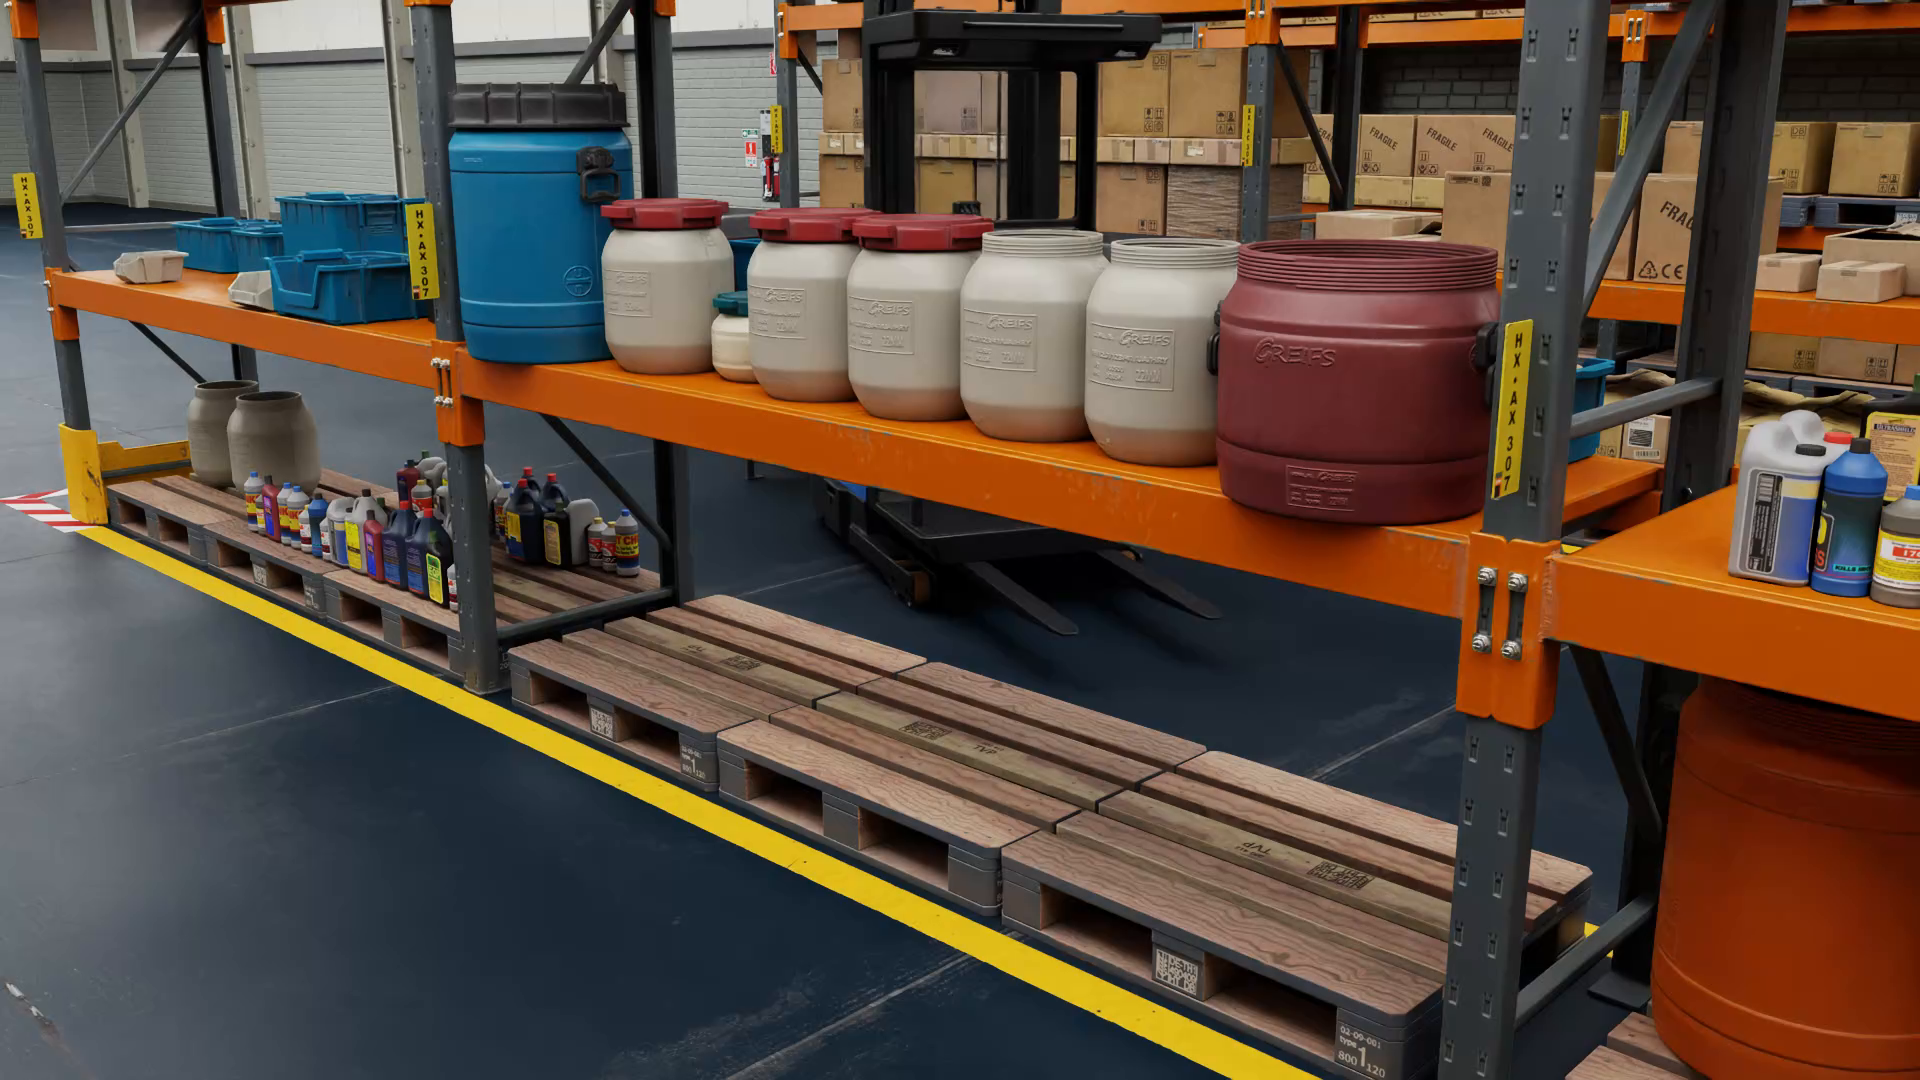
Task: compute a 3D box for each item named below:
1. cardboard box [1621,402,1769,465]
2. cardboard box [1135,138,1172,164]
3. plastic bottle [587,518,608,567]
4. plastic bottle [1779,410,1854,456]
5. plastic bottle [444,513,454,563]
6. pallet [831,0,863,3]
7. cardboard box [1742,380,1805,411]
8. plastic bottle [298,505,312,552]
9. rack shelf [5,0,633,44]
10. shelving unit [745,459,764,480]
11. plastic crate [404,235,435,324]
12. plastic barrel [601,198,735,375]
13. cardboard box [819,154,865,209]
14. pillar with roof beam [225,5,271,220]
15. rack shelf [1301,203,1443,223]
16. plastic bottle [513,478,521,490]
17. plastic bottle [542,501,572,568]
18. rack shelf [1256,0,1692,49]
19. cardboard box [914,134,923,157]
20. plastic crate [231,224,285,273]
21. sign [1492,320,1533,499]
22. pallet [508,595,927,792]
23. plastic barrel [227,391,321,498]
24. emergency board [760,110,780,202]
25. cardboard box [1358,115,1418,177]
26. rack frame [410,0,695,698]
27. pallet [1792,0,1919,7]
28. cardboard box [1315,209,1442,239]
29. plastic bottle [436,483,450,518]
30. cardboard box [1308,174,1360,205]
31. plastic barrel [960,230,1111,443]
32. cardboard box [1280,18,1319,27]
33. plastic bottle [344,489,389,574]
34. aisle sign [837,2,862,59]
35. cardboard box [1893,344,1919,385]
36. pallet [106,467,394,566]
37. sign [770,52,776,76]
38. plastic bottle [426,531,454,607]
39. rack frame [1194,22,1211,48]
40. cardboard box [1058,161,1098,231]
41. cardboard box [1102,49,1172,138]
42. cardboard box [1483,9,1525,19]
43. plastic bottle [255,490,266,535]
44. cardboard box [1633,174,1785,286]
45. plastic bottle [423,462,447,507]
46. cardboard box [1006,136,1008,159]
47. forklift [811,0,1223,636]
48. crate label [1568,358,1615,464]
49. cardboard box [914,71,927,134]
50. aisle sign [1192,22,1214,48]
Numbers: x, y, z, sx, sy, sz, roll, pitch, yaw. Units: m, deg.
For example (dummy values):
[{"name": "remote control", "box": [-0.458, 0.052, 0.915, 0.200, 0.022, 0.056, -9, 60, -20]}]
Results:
[{"name": "cardboard box", "box": [3.556, -0.533, 8.036, 0.500, 0.311, 0.500, 13, 20, 42]}, {"name": "cardboard box", "box": [1.253, -2.323, 9.915, 0.250, 0.149, 0.380, 13, 19, 41]}, {"name": "plastic bottle", "box": [-1.548, 0.005, 7.139, 0.097, 0.201, 0.097, 0, 15, 0]}, {"name": "plastic bottle", "box": [1.596, -0.098, 3.105, 0.135, 0.276, 0.152, 14, 20, 42]}, {"name": "plastic bottle", "box": [-2.040, 0.018, 6.797, 0.185, 0.351, 0.144, 14, 20, 42]}, {"name": "pallet", "box": [-0.424, -3.844, 11.461, 1.213, 0.211, 1.003, 14, 20, 42]}, {"name": "cardboard box", "box": [3.921, -0.632, 8.418, 0.500, 0.311, 0.500, 13, 19, 41]}, {"name": "plastic bottle", "box": [-2.877, -0.055, 7.371, 0.097, 0.201, 0.097, 0, 15, 0]}, {"name": "rack shelf", "box": [-2.916, -2.418, 7.242, 4.000, 0.370, 1.077, 14, 20, 42]}, {"name": "shelving unit", "box": [-0.748, -1.022, 9.379, 0.538, 1.500, 1.048, -11, 18, -36]}, {"name": "plastic crate", "box": [-1.765, -1.050, 6.634, 0.504, 0.338, 0.767, 14, 20, 42]}, {"name": "plastic barrel", "box": [-0.940, -0.823, 5.373, 0.433, 0.535, 0.433, 0, 15, 0]}, {"name": "cardboard box", "box": [-0.588, -2.528, 11.986, 0.500, 0.500, 0.700, 14, 20, 42]}, {"name": "pillar with roof beam", "box": [-16.640, -9.820, 28.271, 0.400, 9.000, 9.100, 14, 20, 42]}, {"name": "rack shelf", "box": [3.961, -2.765, 14.521, 4.000, 0.370, 1.077, 14, 20, 42]}, {"name": "plastic bottle", "box": [-1.995, -0.149, 7.571, 0.061, 0.283, 0.133, -13, 20, -42]}, {"name": "plastic bottle", "box": [-1.727, -0.031, 7.116, 0.133, 0.283, 0.061, 14, 20, 42]}, {"name": "rack shelf", "box": [3.404, -2.617, 8.003, 4.000, 0.370, 1.077, 14, 20, 42]}, {"name": "cardboard box", "box": [-0.231, -2.684, 11.298, 0.250, 0.149, 0.380, 13, 20, 41]}, {"name": "plastic crate", "box": [-3.324, -1.445, 8.324, 0.408, 0.251, 0.499, 14, 20, 42]}, {"name": "sign", "box": [1.027, -0.243, 3.091, 0.005, 0.325, 0.100, 14, 20, 42]}, {"name": "pallet", "box": [-0.884, 0.515, 6.037, 1.213, 0.211, 1.003, 14, 20, 42]}, {"name": "plastic barrel", "box": [-3.468, -0.475, 8.408, 0.421, 0.512, 0.421, 0, 15, 0]}, {"name": "emergency board", "box": [-2.447, -4.987, 21.623, 0.643, 1.169, 0.194, 14, 20, 42]}, {"name": "cardboard box", "box": [3.752, -3.357, 14.137, 0.500, 0.500, 0.500, -14, 20, -42]}, {"name": "rack frame", "box": [-1.476, -0.965, 6.186, 0.127, 3.000, 1.000, 14, 20, 42]}, {"name": "pallet", "box": [6.520, -3.815, 11.549, 1.003, 0.211, 1.213, 14, 20, 42]}, {"name": "cardboard box", "box": [2.349, -1.712, 9.353, 0.500, 0.250, 0.500, -13, 19, -41]}, {"name": "plastic bottle", "box": [-2.296, -0.152, 7.597, 0.135, 0.276, 0.152, 14, 20, 42]}, {"name": "cardboard box", "box": [3.398, -3.079, 14.556, 0.500, 0.250, 0.500, 13, 20, 41]}, {"name": "plastic barrel", "box": [0.211, -0.534, 4.310, 0.421, 0.512, 0.421, 0, 15, 0]}, {"name": "cardboard box", "box": [2.950, -4.768, 14.596, 0.500, 0.500, 0.500, -13, 19, -41]}, {"name": "plastic bottle", "box": [-2.510, -0.046, 7.042, 0.185, 0.351, 0.144, 14, 20, 42]}, {"name": "aisle sign", "box": [-0.758, -3.886, 12.242, 0.004, 0.787, 0.394, 14, 20, 42]}, {"name": "cardboard box", "box": [7.058, -1.376, 11.849, 0.500, 0.500, 0.700, 14, 20, 42]}, {"name": "pallet", "box": [-3.687, -0.168, 8.657, 1.213, 0.211, 1.003, 14, 20, 42]}, {"name": "sign", "box": [-2.383, -6.128, 21.405, 0.199, 0.298, 0.001, 14, 20, 42]}, {"name": "plastic bottle", "box": [-2.051, 0.112, 6.566, 0.061, 0.283, 0.133, -13, 20, -41]}, {"name": "rack frame", "box": [2.521, -3.463, 15.774, 0.127, 3.000, 1.000, 14, 20, 42]}, {"name": "cardboard box", "box": [0.898, -2.168, 10.605, 0.500, 0.500, 0.700, 14, 20, 43]}, {"name": "cardboard box", "box": [1.276, -2.704, 10.090, 0.500, 0.500, 0.700, 14, 20, 42]}, {"name": "cardboard box", "box": [4.510, -4.407, 13.210, 0.500, 0.500, 0.500, 12, 19, 38]}, {"name": "plastic bottle", "box": [-3.192, -0.132, 7.666, 0.097, 0.201, 0.097, 0, 15, 0]}, {"name": "cardboard box", "box": [3.625, -1.502, 8.050, 0.500, 0.500, 0.500, 12, 19, 39]}, {"name": "plastic bottle", "box": [-2.467, -0.245, 7.951, 0.135, 0.276, 0.152, 13, 19, 41]}, {"name": "cardboard box", "box": [0.514, -2.503, 10.603, 0.380, 0.149, 0.250, -14, 20, -42]}, {"name": "forklift", "box": [0.188, -1.237, 7.367, 1.130, 2.935, 3.031, -5, 15, -19]}, {"name": "crate label", "box": [1.360, -0.326, 4.064, 0.416, 0.233, 0.303, 14, 20, 42]}, {"name": "cardboard box", "box": [-0.167, -3.055, 11.437, 0.500, 0.500, 0.700, 13, 19, 41]}, {"name": "aisle sign", "box": [2.261, -4.679, 15.286, 0.004, 0.787, 0.394, 14, 20, 42]}]
